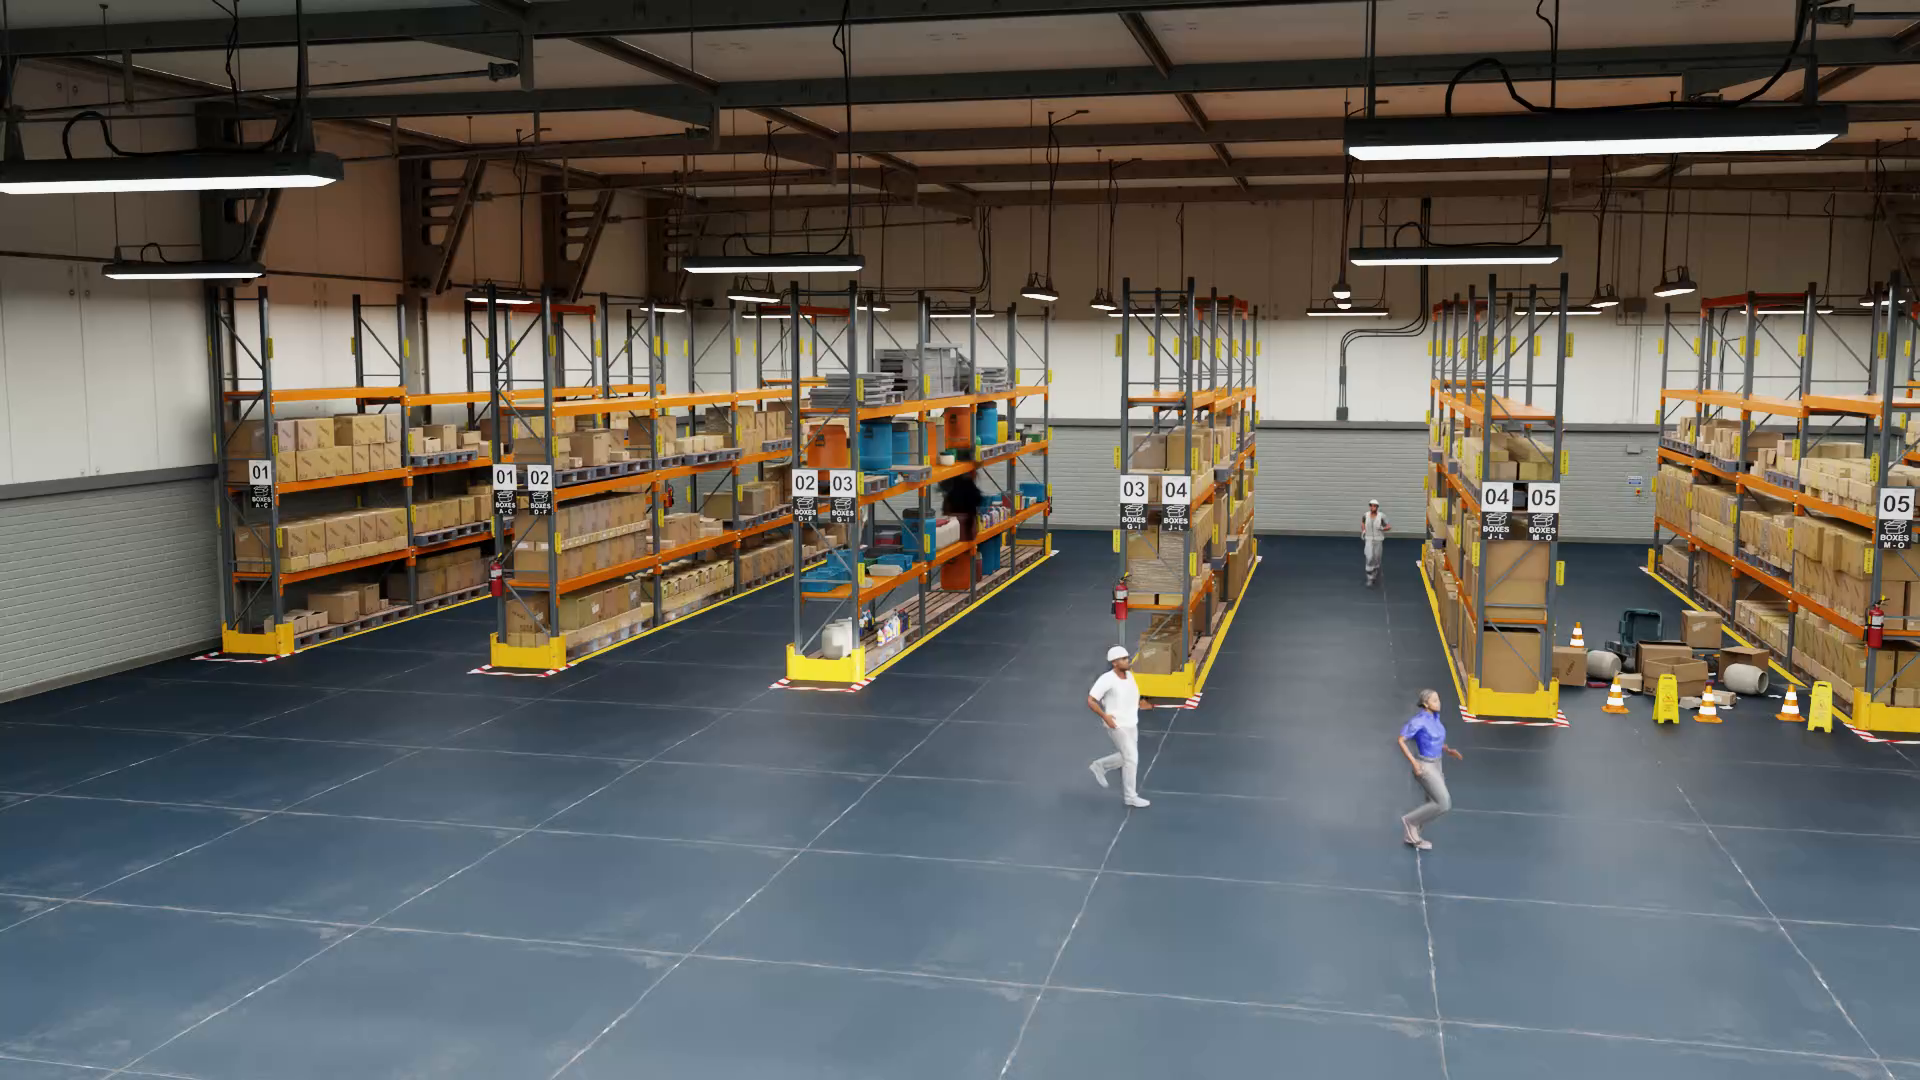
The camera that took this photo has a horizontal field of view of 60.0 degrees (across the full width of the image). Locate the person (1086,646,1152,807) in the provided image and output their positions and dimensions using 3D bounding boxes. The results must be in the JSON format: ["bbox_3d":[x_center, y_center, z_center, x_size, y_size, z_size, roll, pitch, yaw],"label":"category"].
[{"bbox_3d":[1.753,2.037,18.366,0.862,1.741,0.714,5,9,40],"label":"person"}]

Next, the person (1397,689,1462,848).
[{"bbox_3d":[4.720,2.297,16.614,0.570,1.618,0.561,5,8,37],"label":"person"}]

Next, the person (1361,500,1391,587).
[{"bbox_3d":[8.845,0.043,35.414,0.628,1.818,0.908,2,7,18],"label":"person"}]

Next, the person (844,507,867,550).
[{"bbox_3d":[-2.296,-0.184,35.991,0.540,1.563,0.749,0,7,2],"label":"person"}]
